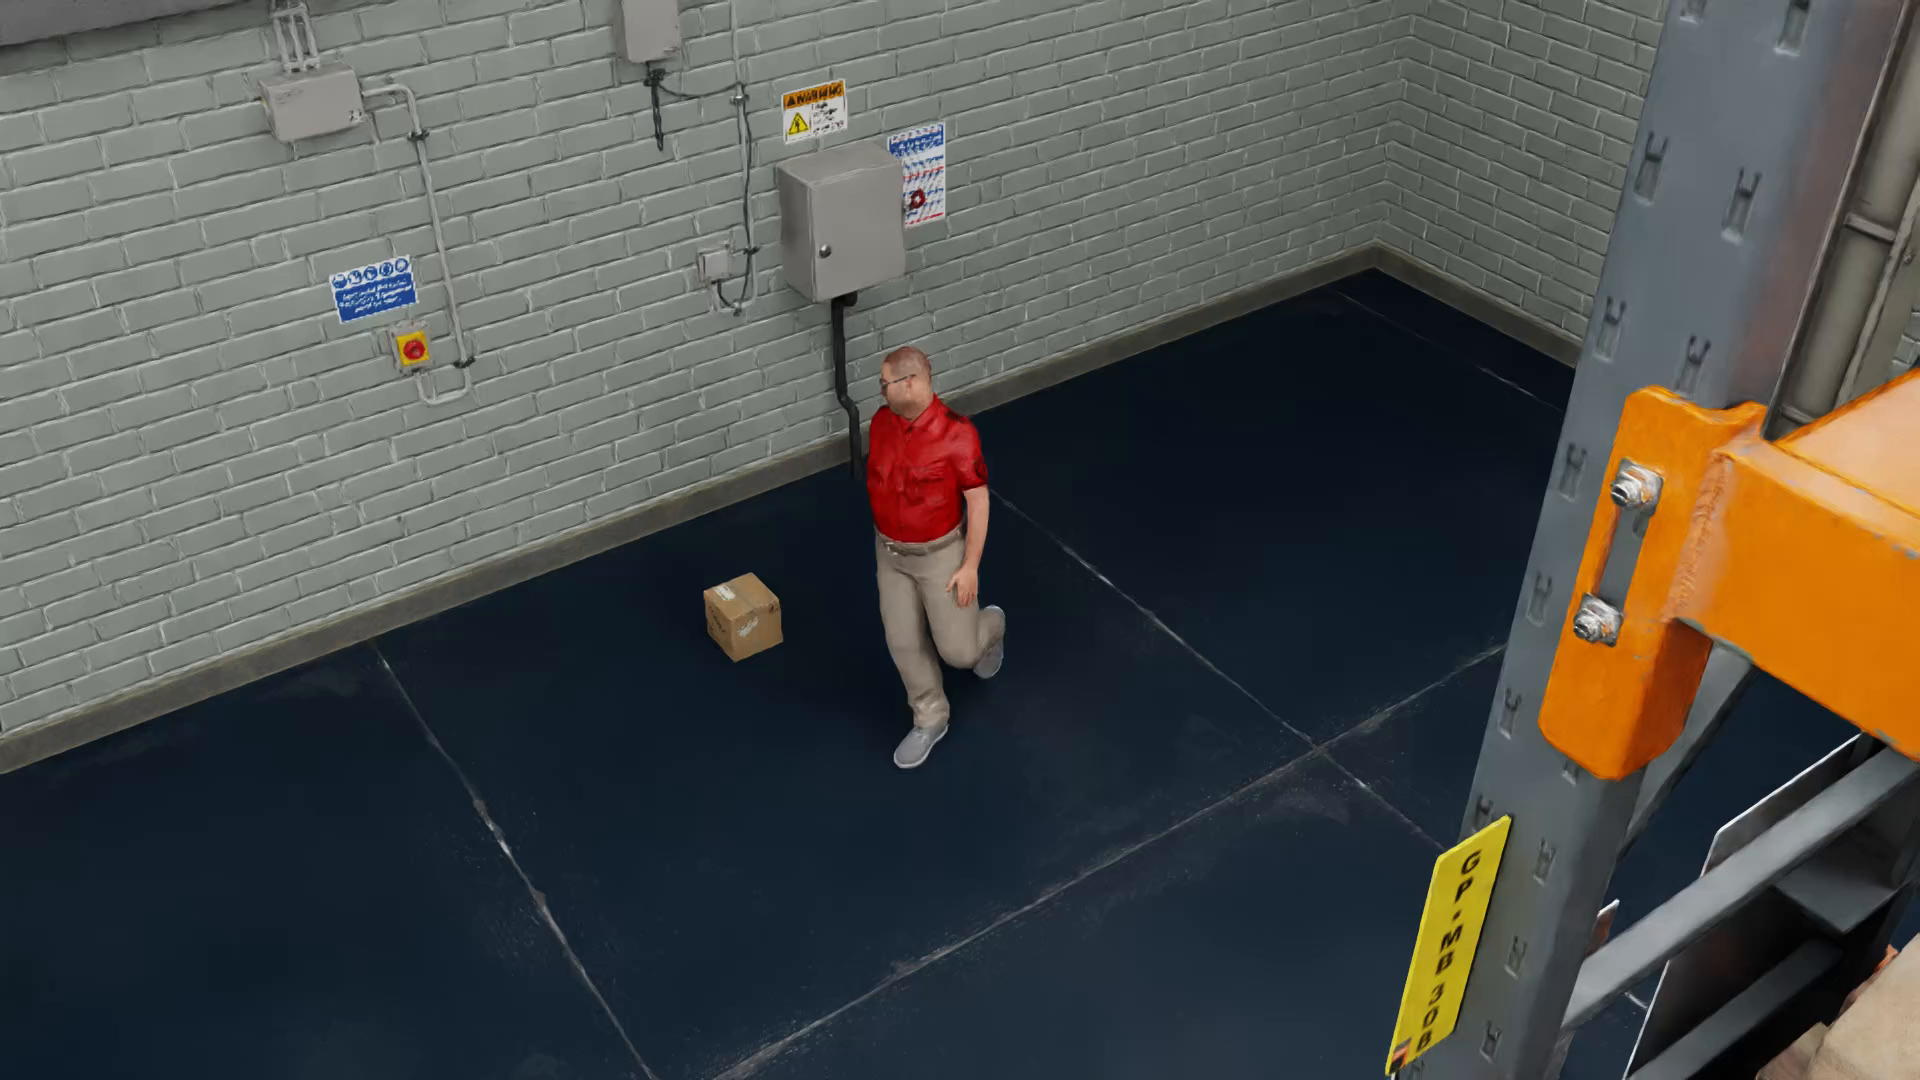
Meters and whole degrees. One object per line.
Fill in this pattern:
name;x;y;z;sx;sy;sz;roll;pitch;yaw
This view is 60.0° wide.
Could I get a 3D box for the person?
person;-0.145;0.050;6.637;0.614;1.668;0.738;21;41;26
